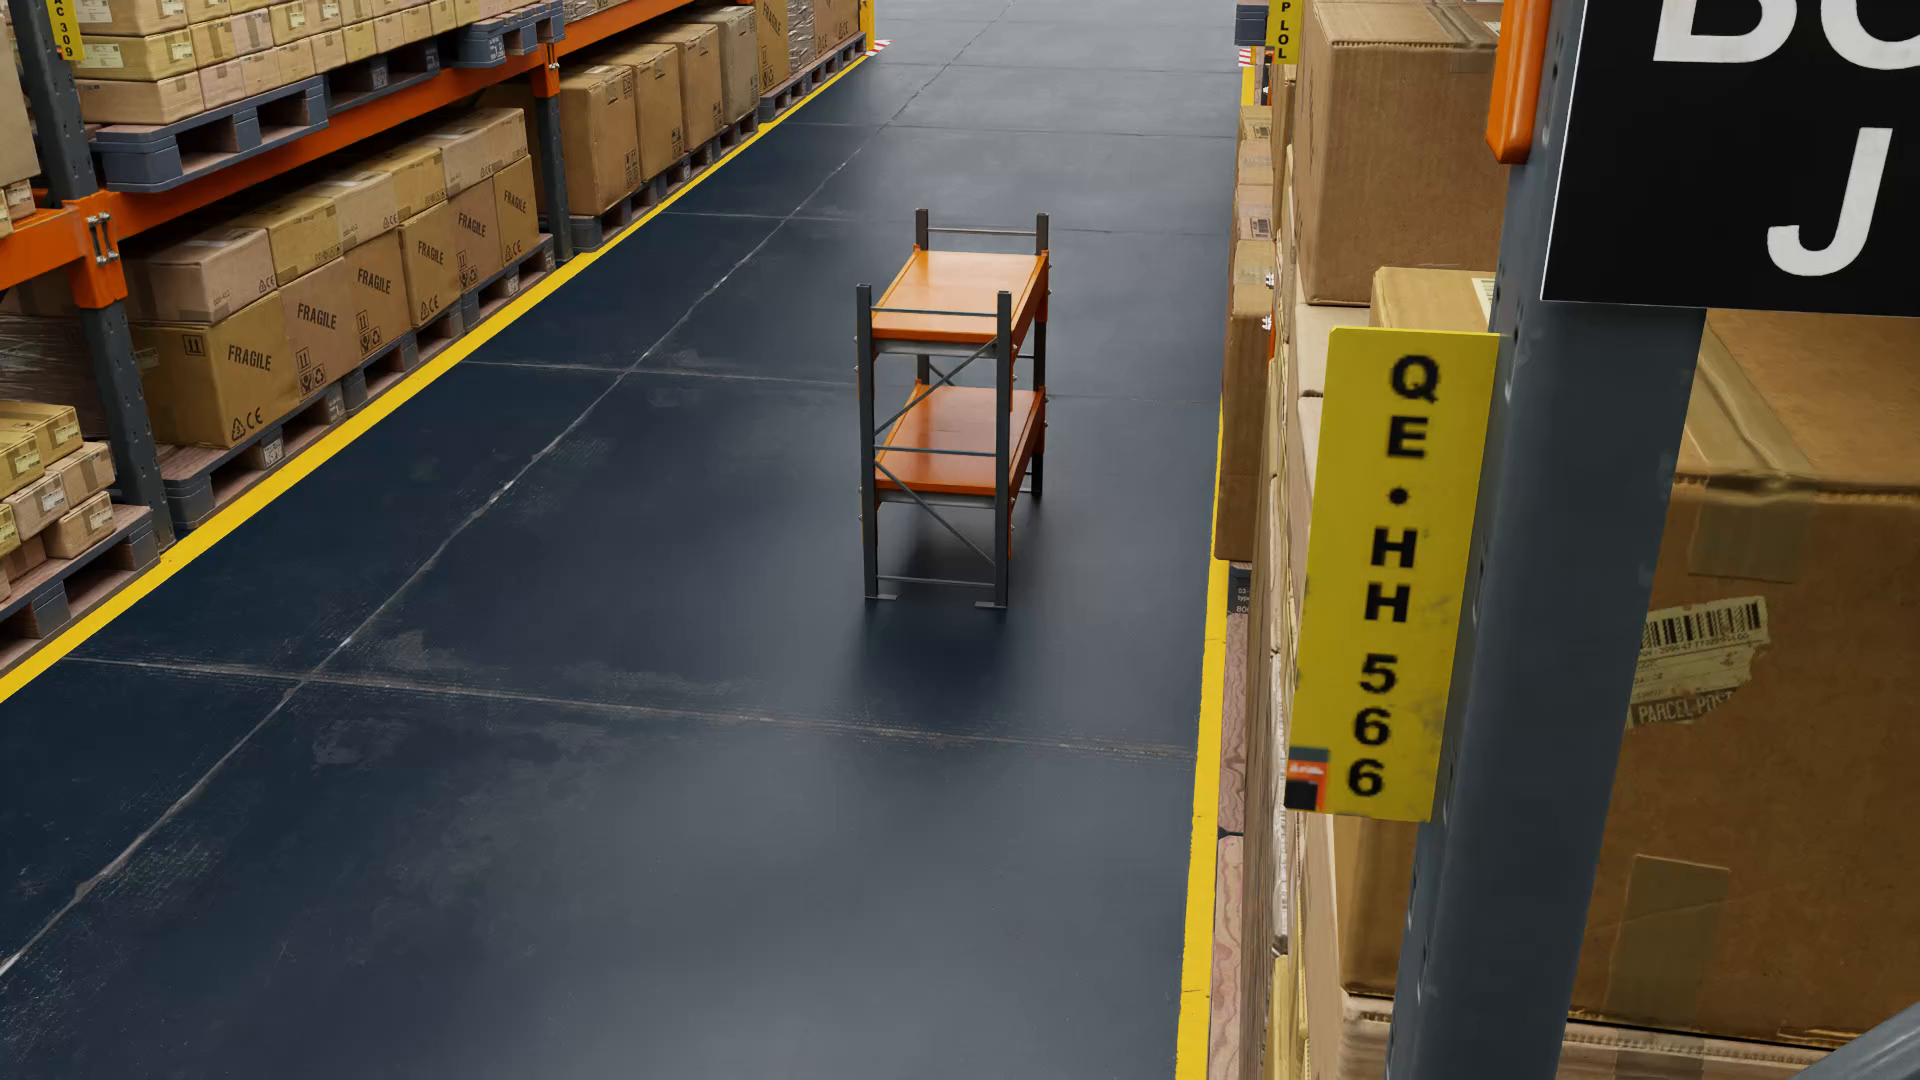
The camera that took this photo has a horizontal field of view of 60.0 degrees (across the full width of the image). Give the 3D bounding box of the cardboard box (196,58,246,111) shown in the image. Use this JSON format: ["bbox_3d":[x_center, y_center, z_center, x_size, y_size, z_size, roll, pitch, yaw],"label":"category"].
[{"bbox_3d":[-2.873,-1.680,6.101,0.380,0.149,0.250,4,25,9],"label":"cardboard box"}]

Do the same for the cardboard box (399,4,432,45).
[{"bbox_3d":[-2.619,-2.329,7.488,0.380,0.149,0.250,5,26,10],"label":"cardboard box"}]

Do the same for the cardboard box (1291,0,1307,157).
[{"bbox_3d":[1.115,-1.192,4.199,0.500,0.500,0.500,4,25,9],"label":"cardboard box"}]

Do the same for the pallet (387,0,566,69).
[{"bbox_3d":[-2.789,-2.634,8.566,1.213,0.211,1.003,4,25,9],"label":"pallet"}]

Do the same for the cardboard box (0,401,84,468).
[{"bbox_3d":[-3.232,-0.355,5.637,0.380,0.149,0.250,5,25,10],"label":"cardboard box"}]

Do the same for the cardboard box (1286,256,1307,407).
[{"bbox_3d":[0.945,-0.432,3.460,0.500,0.250,0.500,5,25,10],"label":"cardboard box"}]

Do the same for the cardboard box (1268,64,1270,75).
[{"bbox_3d":[1.752,-2.502,7.938,0.500,0.500,0.500,5,26,10],"label":"cardboard box"}]

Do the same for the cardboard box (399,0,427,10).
[{"bbox_3d":[-2.618,-2.460,7.418,0.380,0.149,0.250,5,25,10],"label":"cardboard box"}]

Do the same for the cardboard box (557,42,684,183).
[{"bbox_3d":[-2.450,-2.812,10.878,1.050,0.750,0.750,4,25,9],"label":"cardboard box"}]

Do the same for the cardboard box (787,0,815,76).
[{"bbox_3d":[-1.808,-4.563,14.471,0.875,0.875,0.875,4,25,9],"label":"cardboard box"}]

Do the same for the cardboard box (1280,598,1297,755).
[{"bbox_3d":[0.691,0.220,2.539,0.380,0.149,0.250,3,25,7],"label":"cardboard box"}]

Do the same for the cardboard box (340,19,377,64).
[{"bbox_3d":[-2.705,-2.110,7.020,0.380,0.149,0.250,4,25,8],"label":"cardboard box"}]

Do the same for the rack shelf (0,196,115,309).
[{"bbox_3d":[-1.351,-0.689,3.293,5.958,1.845,4.006,4,25,9],"label":"rack shelf"}]

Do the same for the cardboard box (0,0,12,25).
[{"bbox_3d":[-3.558,-1.881,5.830,0.380,0.149,0.250,5,26,11],"label":"cardboard box"}]

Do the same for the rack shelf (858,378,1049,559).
[{"bbox_3d":[-0.001,-0.285,6.109,0.538,0.278,1.000,4,25,9],"label":"rack shelf"}]

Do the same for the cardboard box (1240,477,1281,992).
[{"bbox_3d":[1.112,0.451,3.759,0.875,0.875,0.875,4,25,9],"label":"cardboard box"}]

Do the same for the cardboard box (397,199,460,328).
[{"bbox_3d":[-2.786,-1.352,8.054,0.500,0.500,0.500,3,25,6],"label":"cardboard box"}]

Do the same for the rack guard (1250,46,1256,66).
[{"bbox_3d":[3.394,-4.823,15.964,1.175,0.500,0.348,4,25,9],"label":"rack guard"}]

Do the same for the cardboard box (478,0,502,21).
[{"bbox_3d":[-2.488,-2.654,8.182,0.380,0.149,0.250,4,25,9],"label":"cardboard box"}]

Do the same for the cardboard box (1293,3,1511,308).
[{"bbox_3d":[0.947,-0.768,3.295,0.500,0.500,0.500,3,25,7],"label":"cardboard box"}]

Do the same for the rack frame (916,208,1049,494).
[{"bbox_3d":[0.082,-0.719,6.460,0.500,1.125,0.032,4,25,9],"label":"rack frame"}]

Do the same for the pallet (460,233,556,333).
[{"bbox_3d":[-2.907,-1.437,9.071,1.003,0.211,1.213,4,25,9],"label":"pallet"}]

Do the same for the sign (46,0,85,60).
[{"bbox_3d":[-2.895,-1.712,5.347,0.100,0.325,0.005,4,25,9],"label":"sign"}]

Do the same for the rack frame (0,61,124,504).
[{"bbox_3d":[-3.428,-1.354,5.604,0.949,2.616,0.053,4,25,9],"label":"rack frame"}]

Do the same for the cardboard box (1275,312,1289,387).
[{"bbox_3d":[0.942,-0.423,3.912,0.380,0.149,0.250,3,25,7],"label":"cardboard box"}]

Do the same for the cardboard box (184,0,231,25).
[{"bbox_3d":[-2.873,-1.950,5.976,0.380,0.149,0.250,5,25,10],"label":"cardboard box"}]

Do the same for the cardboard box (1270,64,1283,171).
[{"bbox_3d":[1.419,-1.653,6.126,0.500,0.500,0.500,4,25,8],"label":"cardboard box"}]

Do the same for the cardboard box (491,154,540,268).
[{"bbox_3d":[-2.627,-1.792,8.992,0.500,0.500,0.500,4,25,8],"label":"cardboard box"}]

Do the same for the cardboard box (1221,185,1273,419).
[{"bbox_3d":[1.676,-0.839,6.514,1.225,0.875,0.875,3,25,7],"label":"cardboard box"}]

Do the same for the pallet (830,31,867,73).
[{"bbox_3d":[-1.523,-4.770,16.191,1.003,0.211,1.213,4,25,9],"label":"pallet"}]

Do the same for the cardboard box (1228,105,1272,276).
[{"bbox_3d":[1.966,-1.582,8.102,1.225,0.875,0.875,3,25,6],"label":"cardboard box"}]

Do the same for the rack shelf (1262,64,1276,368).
[{"bbox_3d":[1.773,-1.479,6.719,1.077,0.370,4.000,4,25,9],"label":"rack shelf"}]

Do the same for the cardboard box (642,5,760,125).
[{"bbox_3d":[-2.136,-3.605,12.572,1.050,0.750,0.750,4,25,8],"label":"cardboard box"}]

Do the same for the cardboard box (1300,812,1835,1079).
[{"bbox_3d":[0.609,0.417,1.647,0.500,0.250,0.500,4,25,8],"label":"cardboard box"}]

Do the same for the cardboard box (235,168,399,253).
[{"bbox_3d":[-2.877,-1.478,7.438,0.500,0.250,0.500,5,26,11],"label":"cardboard box"}]

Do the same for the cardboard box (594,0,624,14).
[{"bbox_3d":[-2.357,-3.454,9.973,0.500,0.500,0.500,4,25,8],"label":"cardboard box"}]

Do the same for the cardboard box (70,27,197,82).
[{"bbox_3d":[-2.913,-1.698,5.789,0.380,0.149,0.250,4,25,9],"label":"cardboard box"}]

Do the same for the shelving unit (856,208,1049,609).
[{"bbox_3d":[-0.001,-0.507,6.006,0.538,1.125,1.048,4,25,9],"label":"shelving unit"}]

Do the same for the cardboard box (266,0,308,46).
[{"bbox_3d":[-2.789,-2.023,6.484,0.380,0.149,0.250,3,25,6],"label":"cardboard box"}]

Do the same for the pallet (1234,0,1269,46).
[{"bbox_3d":[2.111,-2.859,9.047,1.213,0.211,1.003,4,25,9],"label":"pallet"}]

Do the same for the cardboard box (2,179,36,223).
[{"bbox_3d":[-3.247,-1.104,5.367,0.380,0.149,0.250,4,25,8],"label":"cardboard box"}]

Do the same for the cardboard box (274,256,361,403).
[{"bbox_3d":[-2.964,-0.924,7.139,0.500,0.500,0.500,5,26,11],"label":"cardboard box"}]

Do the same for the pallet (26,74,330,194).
[{"bbox_3d":[-3.163,-1.577,6.306,1.003,0.211,1.213,4,25,9],"label":"pallet"}]

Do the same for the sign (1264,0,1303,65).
[{"bbox_3d":[0.909,-1.490,4.623,0.100,0.325,0.005,4,25,9],"label":"sign"}]

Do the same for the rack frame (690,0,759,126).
[{"bbox_3d":[-2.124,-4.700,12.752,1.000,3.000,0.127,4,25,9],"label":"rack frame"}]

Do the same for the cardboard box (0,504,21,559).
[{"bbox_3d":[-3.227,-0.006,5.242,0.380,0.149,0.250,3,25,7],"label":"cardboard box"}]

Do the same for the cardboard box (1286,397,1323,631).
[{"bbox_3d":[0.776,-0.008,2.555,0.500,0.250,0.500,3,25,7],"label":"cardboard box"}]

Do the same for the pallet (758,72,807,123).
[{"bbox_3d":[-1.922,-3.749,14.011,1.003,0.211,1.213,4,25,9],"label":"pallet"}]

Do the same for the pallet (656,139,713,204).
[{"bbox_3d":[-2.372,-2.597,11.549,1.003,0.211,1.213,4,25,9],"label":"pallet"}]

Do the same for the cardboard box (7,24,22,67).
[{"bbox_3d":[-3.561,-1.745,5.890,0.380,0.149,0.250,5,26,10],"label":"cardboard box"}]

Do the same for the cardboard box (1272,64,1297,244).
[{"bbox_3d":[1.253,-1.228,5.217,0.500,0.500,0.500,4,25,9],"label":"cardboard box"}]

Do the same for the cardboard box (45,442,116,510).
[{"bbox_3d":[-3.169,-0.234,5.728,0.380,0.149,0.250,5,25,10],"label":"cardboard box"}]

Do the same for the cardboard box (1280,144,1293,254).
[{"bbox_3d":[1.110,-0.856,4.367,0.500,0.250,0.500,4,25,8],"label":"cardboard box"}]

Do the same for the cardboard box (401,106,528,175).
[{"bbox_3d":[-2.631,-2.120,8.810,0.500,0.250,0.500,3,25,7],"label":"cardboard box"}]

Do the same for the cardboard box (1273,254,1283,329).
[{"bbox_3d":[1.026,-0.644,4.383,0.380,0.149,0.250,3,25,7],"label":"cardboard box"}]

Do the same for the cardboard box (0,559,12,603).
[{"bbox_3d":[-3.264,0.153,5.253,0.380,0.149,0.250,3,25,7],"label":"cardboard box"}]

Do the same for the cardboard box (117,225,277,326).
[{"bbox_3d":[-3.050,-1.042,6.507,0.500,0.250,0.500,3,25,6],"label":"cardboard box"}]

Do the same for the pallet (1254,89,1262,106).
[{"bbox_3d":[2.828,-3.334,13.124,1.003,0.211,1.213,4,25,9],"label":"pallet"}]
